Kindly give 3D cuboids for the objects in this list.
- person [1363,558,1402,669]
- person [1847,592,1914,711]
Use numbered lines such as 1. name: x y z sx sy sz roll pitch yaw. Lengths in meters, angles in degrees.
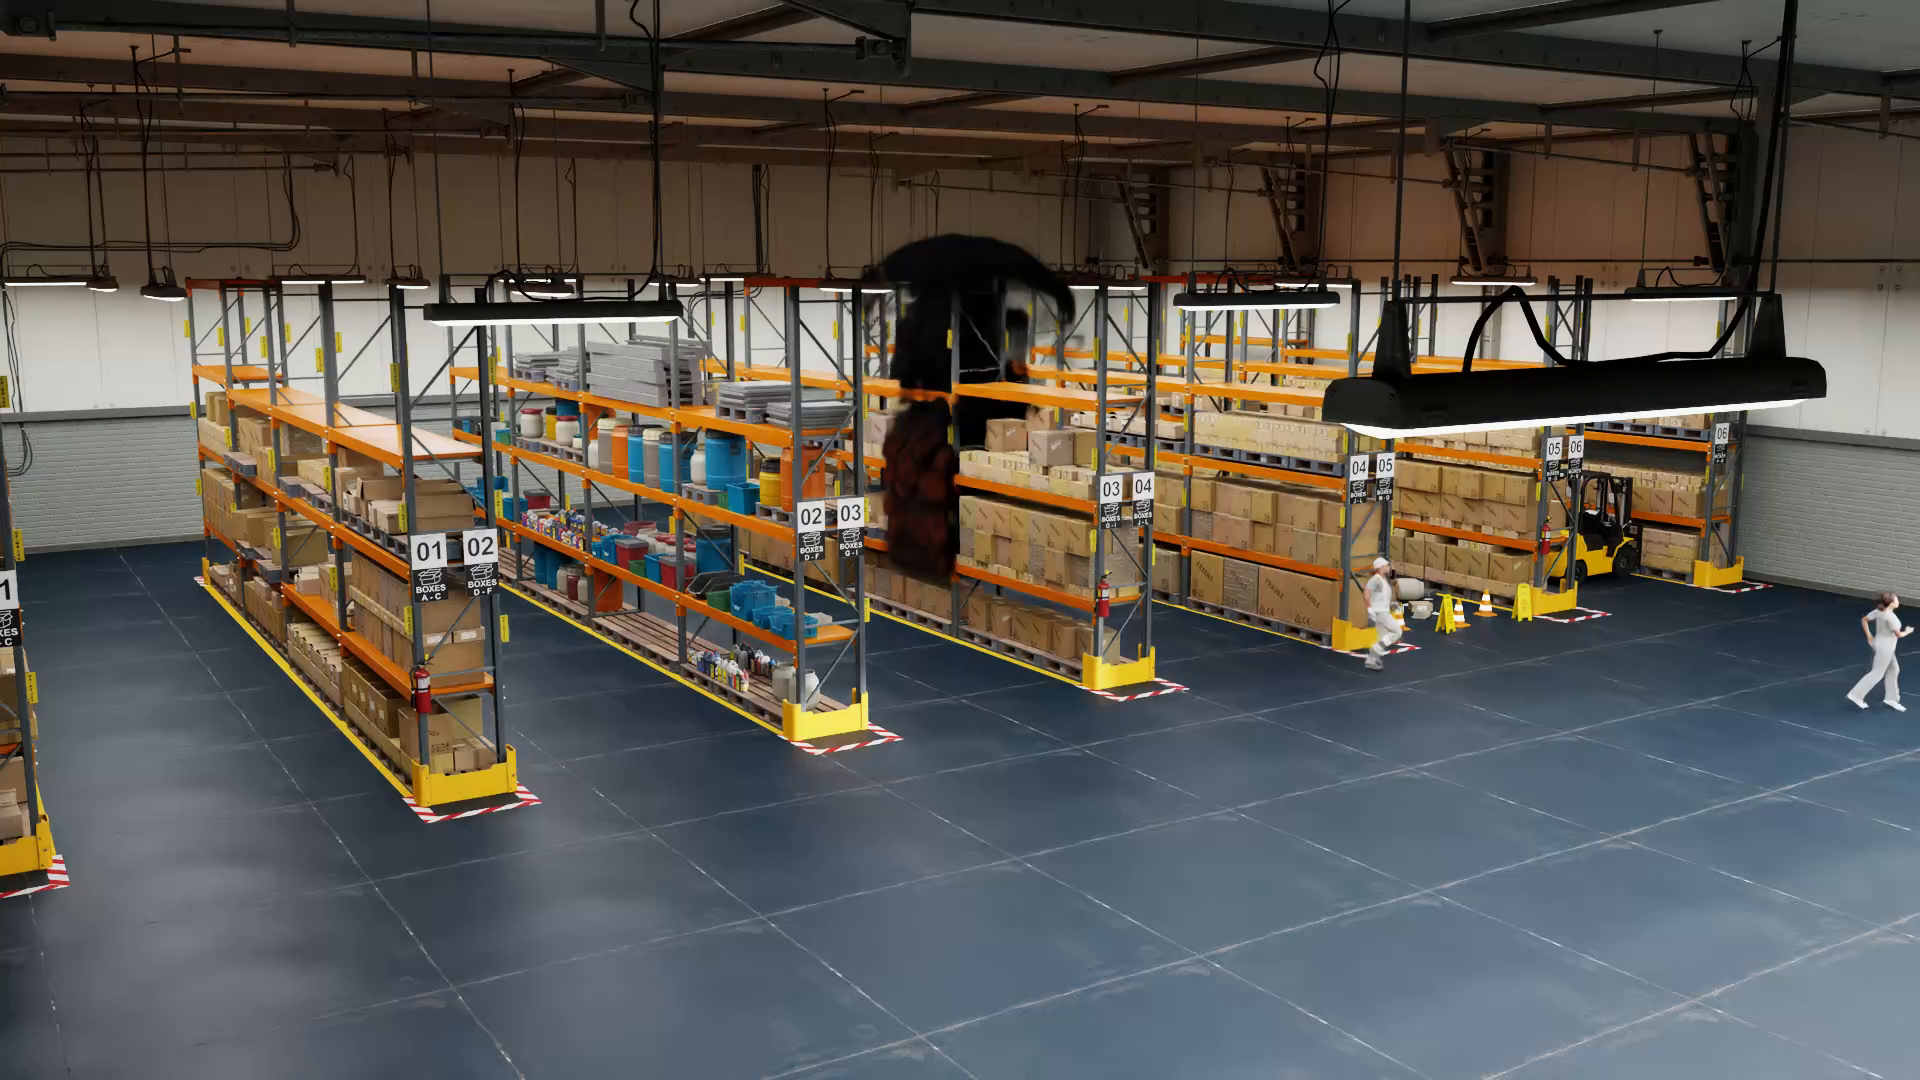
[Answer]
1. person: 6.630 1.145 26.005 0.596 1.714 0.708 3 10 20
2. person: 13.024 1.581 23.510 0.831 1.721 0.566 1 10 8
